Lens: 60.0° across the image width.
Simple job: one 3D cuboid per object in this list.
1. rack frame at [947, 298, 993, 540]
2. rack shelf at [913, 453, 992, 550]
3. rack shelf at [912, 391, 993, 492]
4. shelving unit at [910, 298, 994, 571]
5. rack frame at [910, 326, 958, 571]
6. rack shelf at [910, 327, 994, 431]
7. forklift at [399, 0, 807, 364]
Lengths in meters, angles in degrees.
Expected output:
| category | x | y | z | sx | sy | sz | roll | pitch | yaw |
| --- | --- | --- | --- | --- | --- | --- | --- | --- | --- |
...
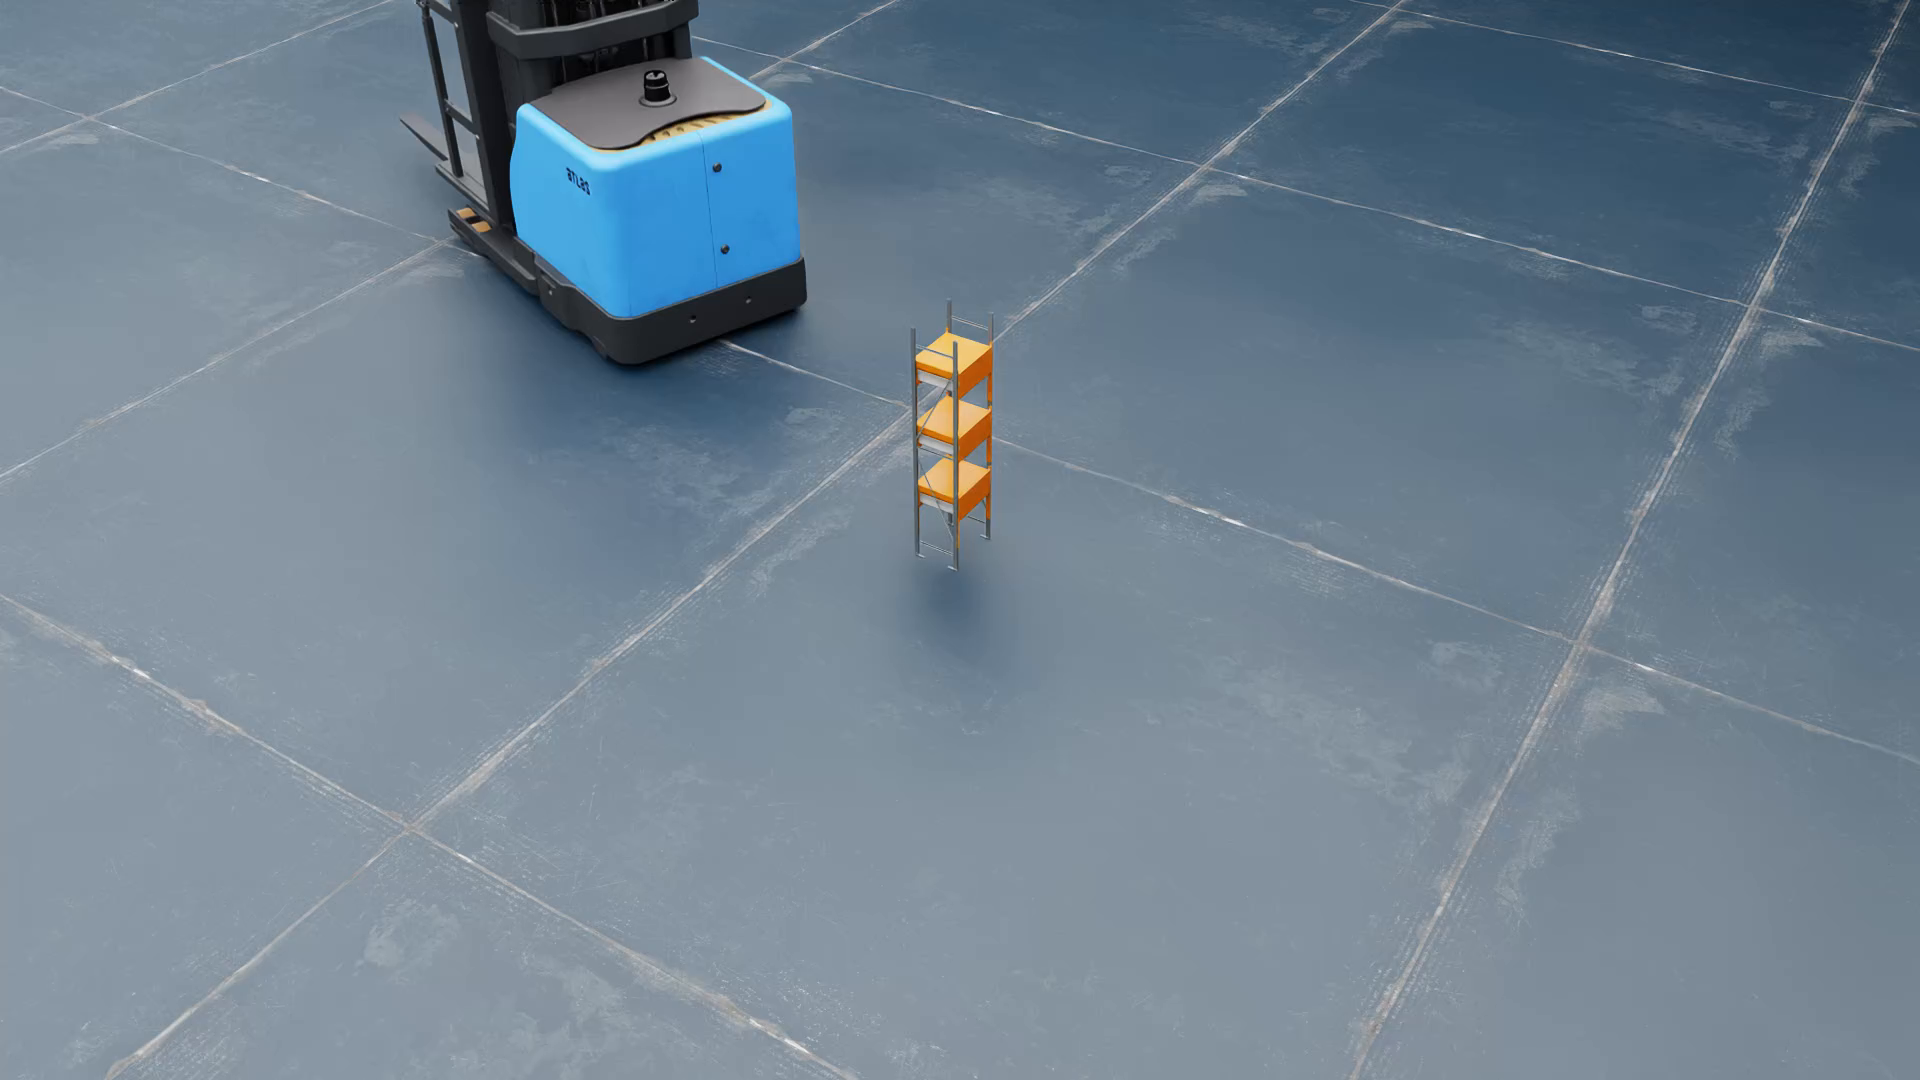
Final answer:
| category | x | y | z | sx | sy | sz | roll | pitch | yaw |
| --- | --- | --- | --- | --- | --- | --- | --- | --- | --- |
| rack frame | 0.037 | -0.451 | 6.475 | 0.200 | 1.050 | 0.008 | 21 | 42 | 25 |
| rack shelf | -0.029 | -0.160 | 6.570 | 0.215 | 0.259 | 0.240 | 21 | 42 | 25 |
| rack shelf | -0.029 | -0.380 | 6.400 | 0.215 | 0.259 | 0.240 | 21 | 42 | 25 |
| shelving unit | -0.029 | -0.388 | 6.394 | 0.215 | 1.050 | 0.252 | 21 | 42 | 25 |
| rack frame | -0.094 | -0.325 | 6.312 | 0.200 | 1.050 | 0.008 | 21 | 42 | 25 |
| rack shelf | -0.029 | -0.605 | 6.227 | 0.215 | 0.259 | 0.240 | 21 | 42 | 25 |
| forklift | -2.043 | -2.818 | 8.005 | 1.130 | 2.935 | 3.031 | -25 | 44 | -29 |
